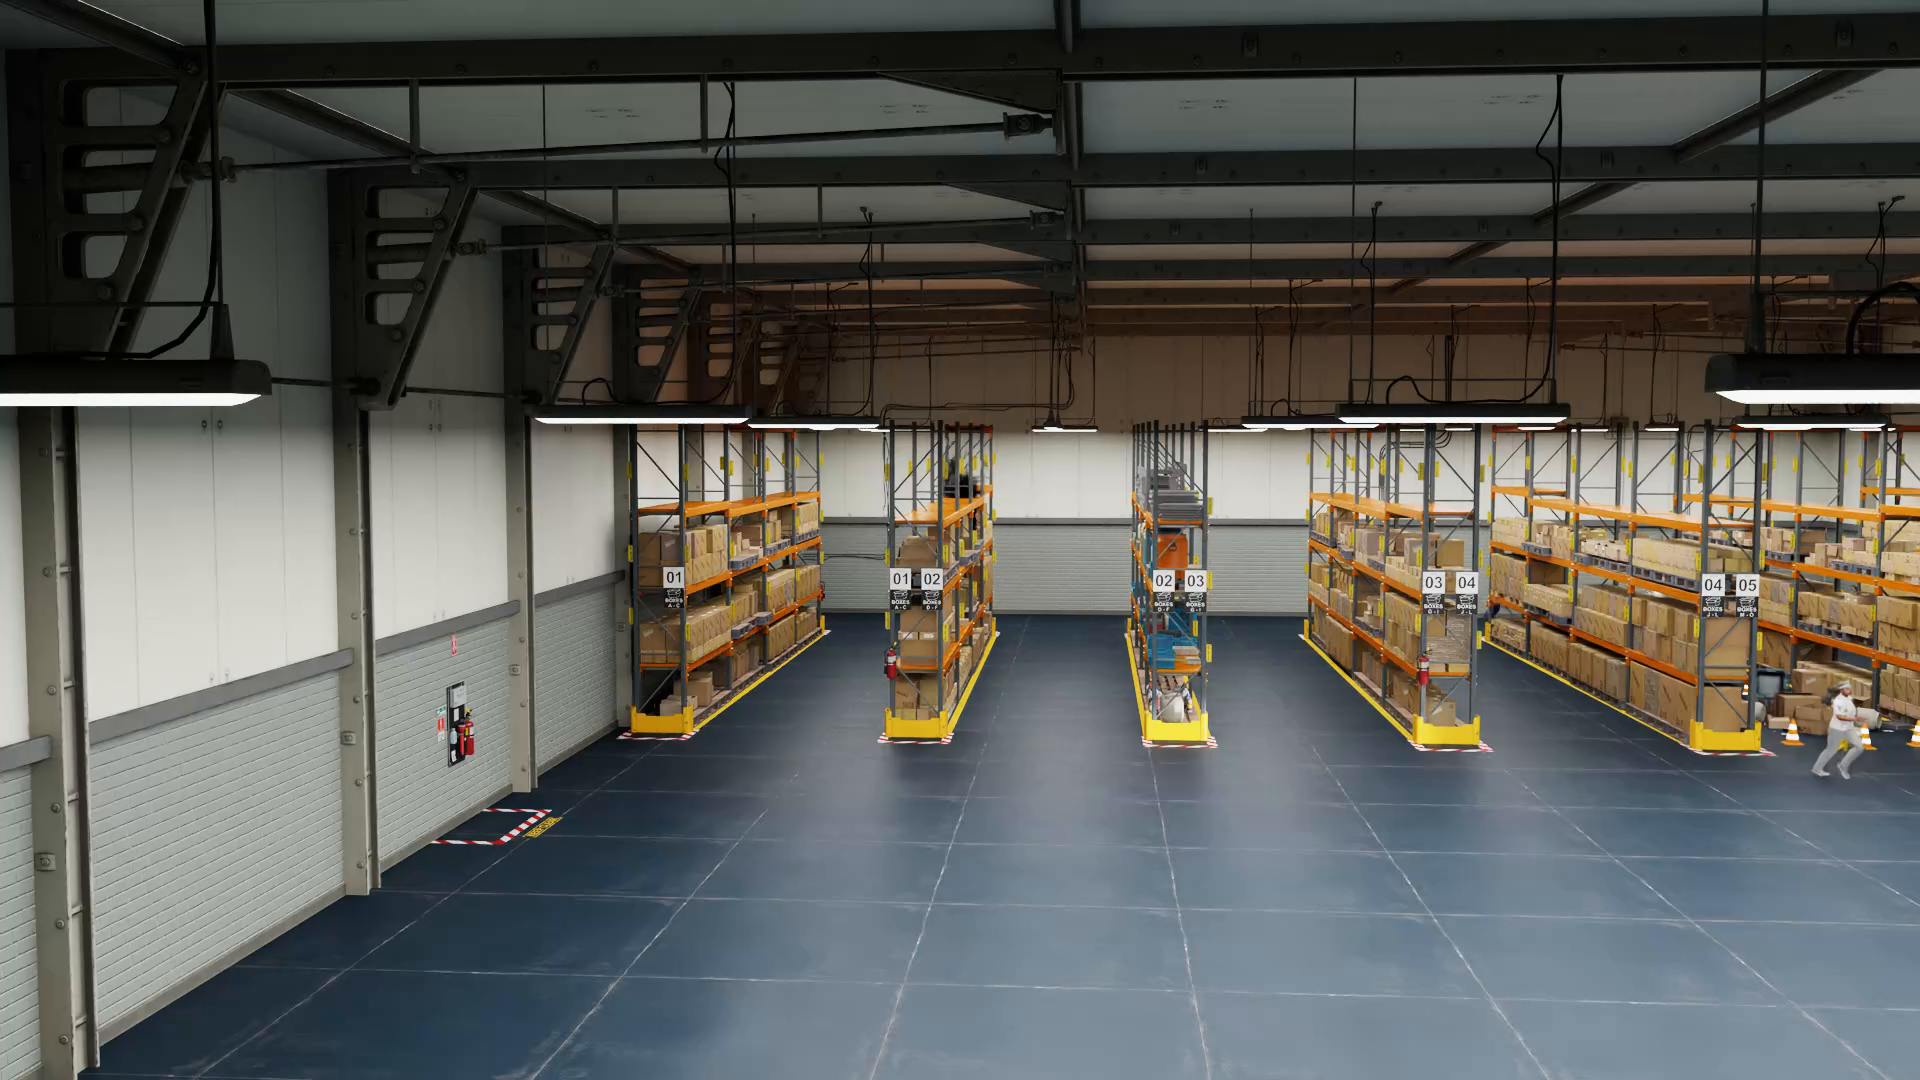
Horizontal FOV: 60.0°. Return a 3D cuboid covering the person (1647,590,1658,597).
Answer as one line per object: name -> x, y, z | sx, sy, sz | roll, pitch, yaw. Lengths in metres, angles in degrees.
person -> 19.655, 1.915, 47.346 | 0.487, 1.630, 0.626 | 0, 4, 2

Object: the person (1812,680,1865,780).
person -> 14.613, 3.131, 27.534 | 0.585, 1.680, 0.841 | -2, 4, -33

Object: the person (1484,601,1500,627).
person -> 15.250, 1.925, 47.647 | 0.507, 1.563, 0.711 | 2, 4, 26

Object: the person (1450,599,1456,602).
person -> 13.310, 2.090, 44.665 | 0.560, 1.715, 0.732 | 0, 4, 6
